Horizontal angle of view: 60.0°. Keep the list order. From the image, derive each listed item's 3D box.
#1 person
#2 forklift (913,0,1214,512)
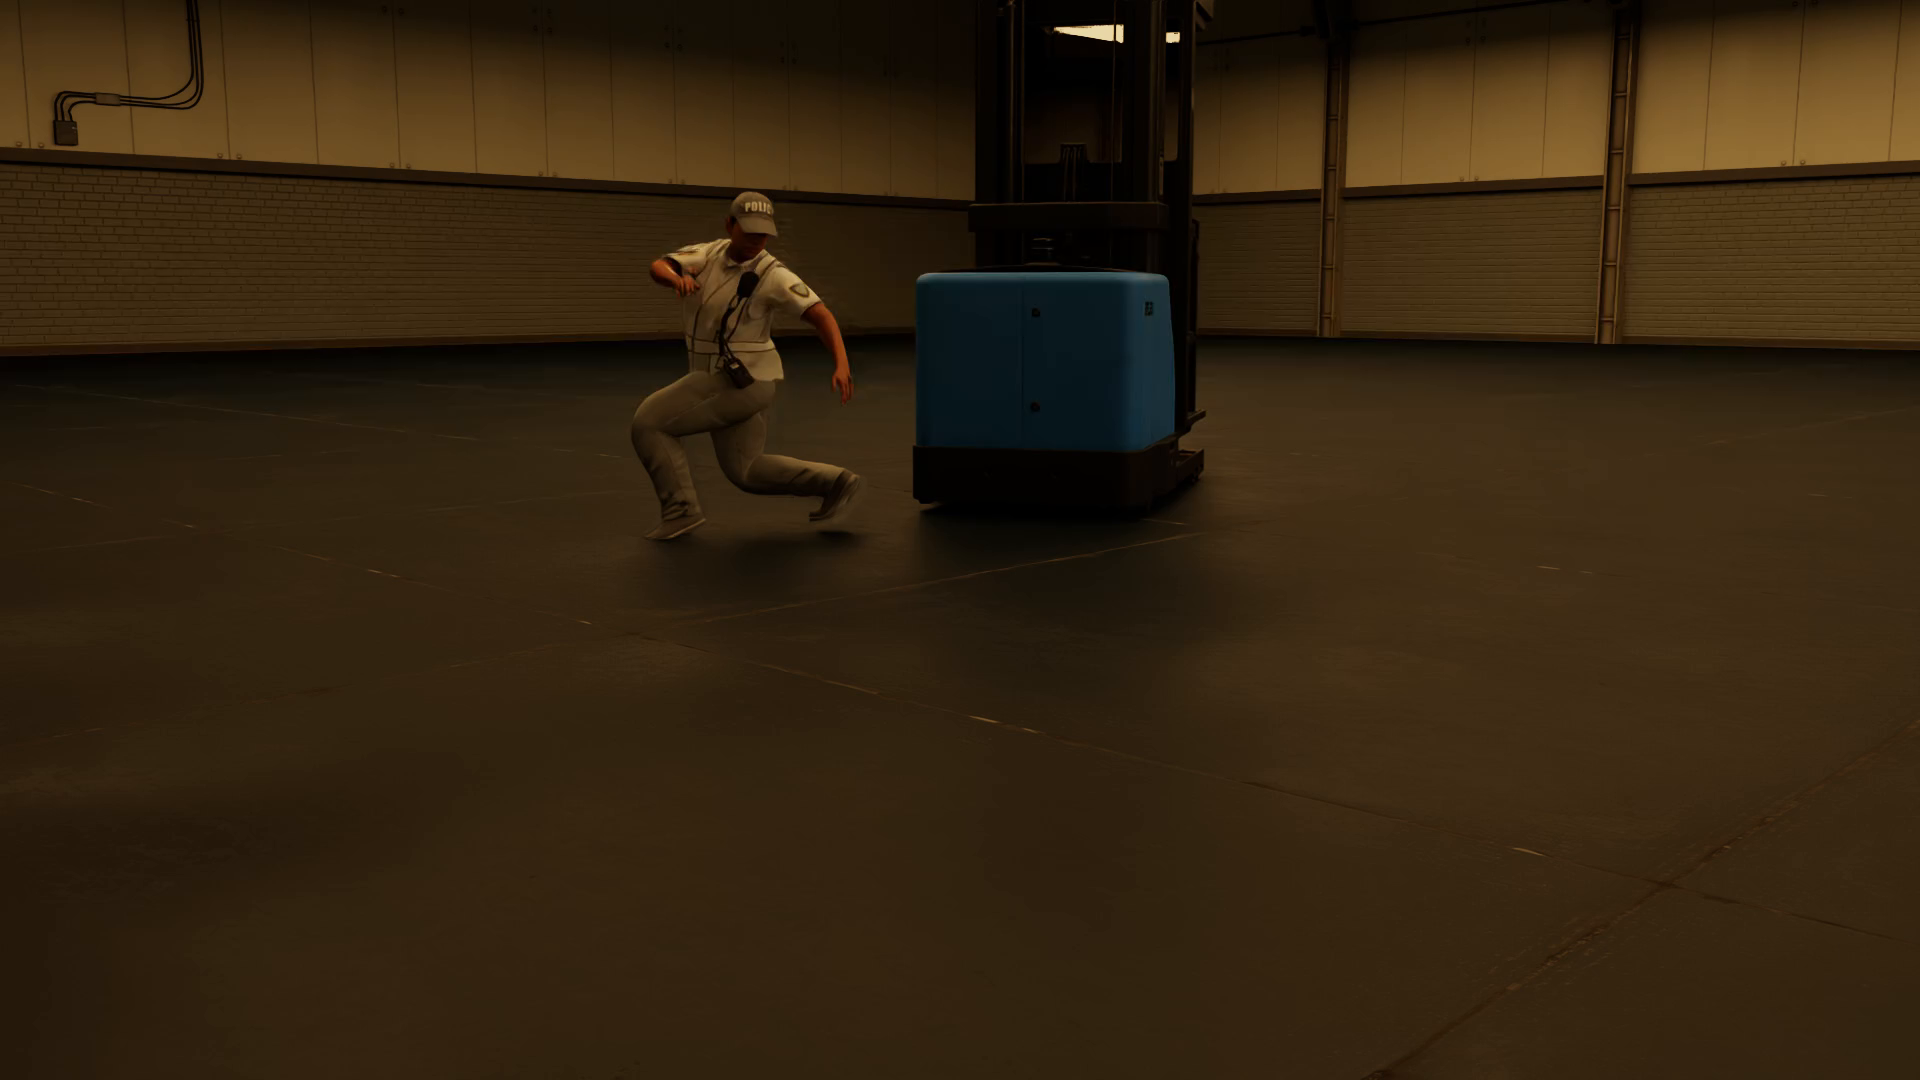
[{"bbox_3d":[-0.853,-0.674,6.719,0.928,1.440,0.699,-3,9,-19],"label":"person"},{"bbox_3d":[0.679,-1.754,8.521,1.130,2.935,3.031,2,9,16],"label":"forklift"}]
